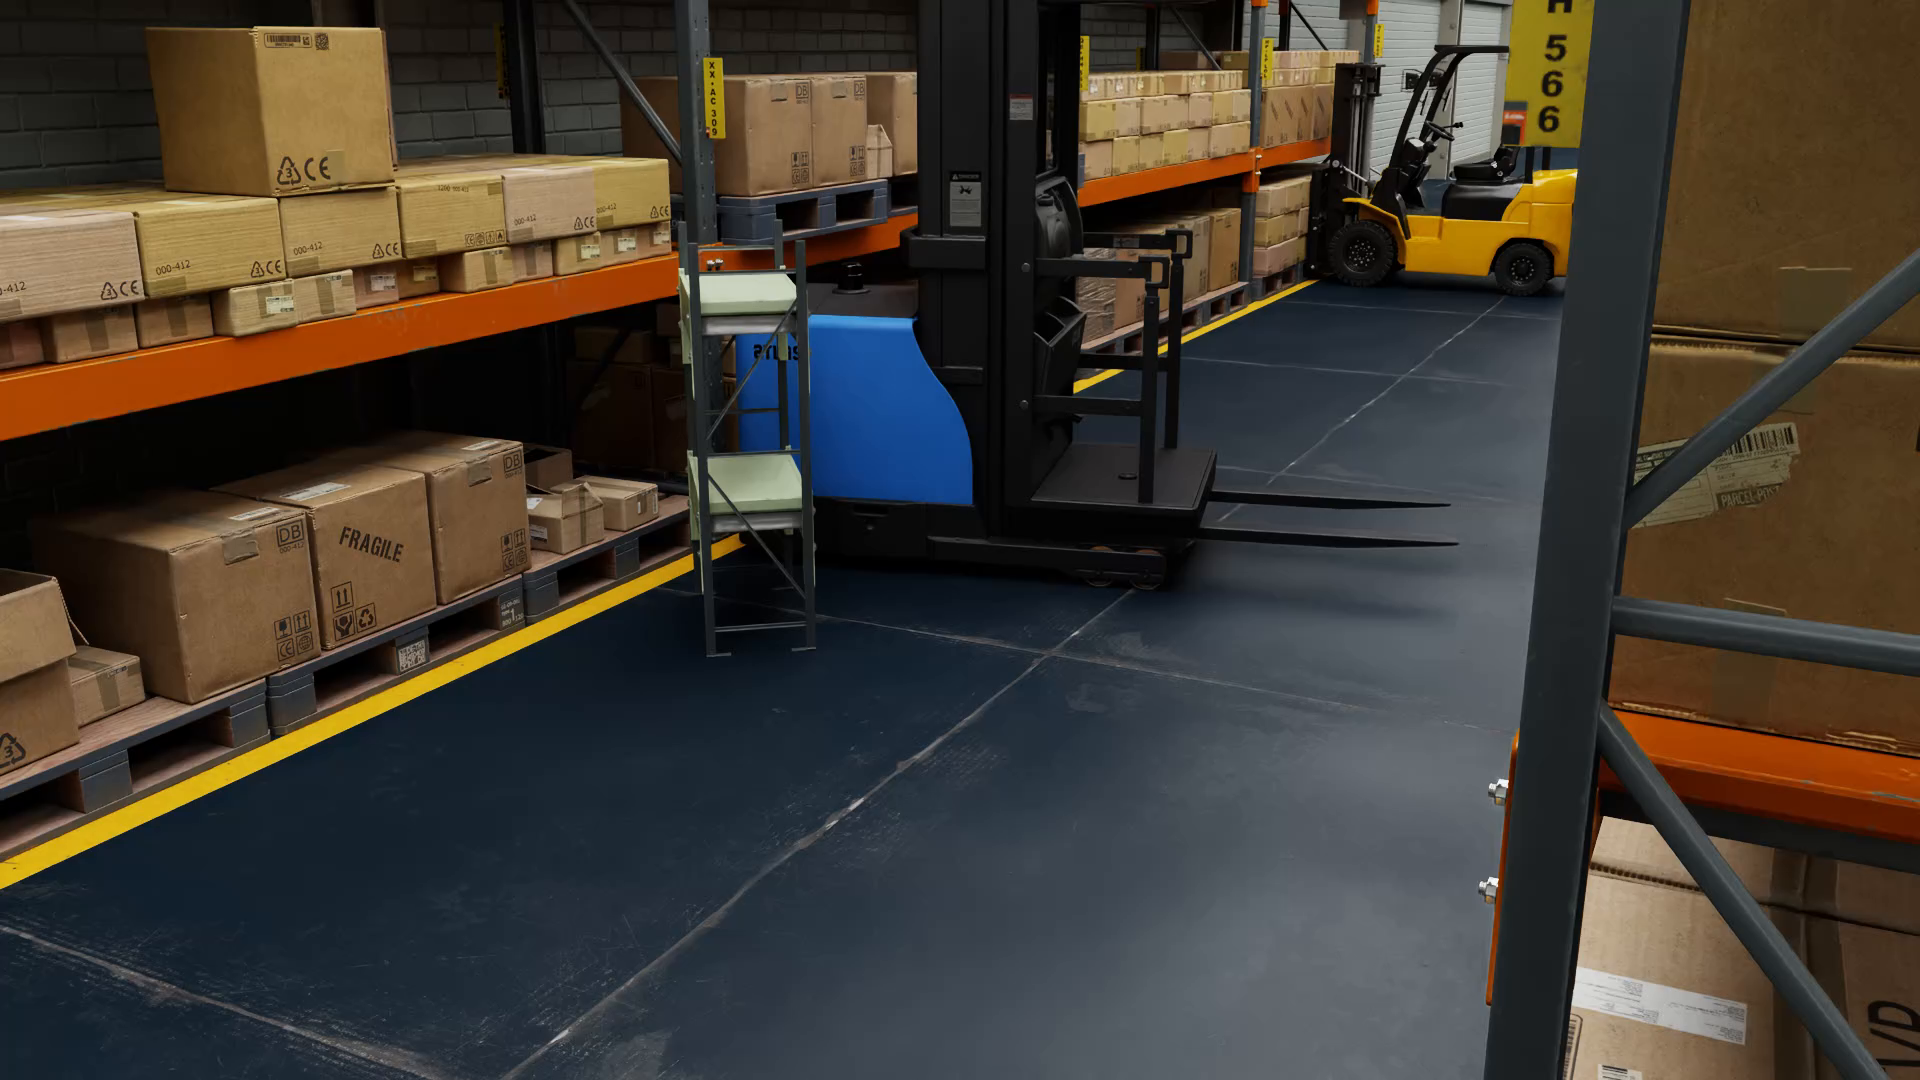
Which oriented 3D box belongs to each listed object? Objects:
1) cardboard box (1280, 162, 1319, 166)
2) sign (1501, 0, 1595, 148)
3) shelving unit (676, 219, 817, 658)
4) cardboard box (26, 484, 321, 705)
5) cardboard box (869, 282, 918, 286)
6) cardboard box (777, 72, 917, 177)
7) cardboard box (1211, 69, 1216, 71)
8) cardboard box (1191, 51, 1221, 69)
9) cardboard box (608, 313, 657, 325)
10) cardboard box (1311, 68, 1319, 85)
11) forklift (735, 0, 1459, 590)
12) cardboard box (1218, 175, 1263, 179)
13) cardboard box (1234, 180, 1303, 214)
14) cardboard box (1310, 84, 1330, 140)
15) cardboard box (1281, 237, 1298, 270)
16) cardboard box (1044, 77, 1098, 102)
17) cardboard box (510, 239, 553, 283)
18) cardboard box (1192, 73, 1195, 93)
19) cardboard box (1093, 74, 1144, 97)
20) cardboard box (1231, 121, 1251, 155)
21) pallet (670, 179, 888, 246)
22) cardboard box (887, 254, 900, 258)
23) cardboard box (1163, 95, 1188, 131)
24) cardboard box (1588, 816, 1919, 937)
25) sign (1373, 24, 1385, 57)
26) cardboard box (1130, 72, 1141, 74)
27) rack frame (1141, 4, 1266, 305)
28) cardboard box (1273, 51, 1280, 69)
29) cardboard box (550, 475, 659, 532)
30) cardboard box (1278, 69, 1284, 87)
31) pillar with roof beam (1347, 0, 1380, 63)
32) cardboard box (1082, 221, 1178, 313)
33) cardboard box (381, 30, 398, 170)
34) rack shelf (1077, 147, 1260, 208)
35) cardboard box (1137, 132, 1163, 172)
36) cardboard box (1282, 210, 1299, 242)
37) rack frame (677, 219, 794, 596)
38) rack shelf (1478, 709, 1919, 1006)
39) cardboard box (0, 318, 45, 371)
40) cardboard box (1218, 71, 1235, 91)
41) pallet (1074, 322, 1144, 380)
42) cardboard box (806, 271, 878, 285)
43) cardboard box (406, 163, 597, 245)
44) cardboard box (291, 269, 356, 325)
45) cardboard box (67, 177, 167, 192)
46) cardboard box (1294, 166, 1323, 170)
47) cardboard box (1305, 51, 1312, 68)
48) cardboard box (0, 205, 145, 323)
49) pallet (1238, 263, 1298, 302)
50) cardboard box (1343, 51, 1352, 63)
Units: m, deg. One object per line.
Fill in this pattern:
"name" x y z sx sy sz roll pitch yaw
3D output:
"cardboard box" 3.457 -3.823 17.464 0.500 0.250 0.500 8 18 25
"sign" 0.654 -0.594 1.808 0.100 0.325 0.005 8 18 25
"shelving unit" -0.806 -0.404 6.249 0.431 1.500 0.755 -3 17 -11
"cardboard box" -2.534 0.157 5.381 0.700 0.500 0.500 9 19 28
"cardboard box" -0.346 -1.343 9.292 0.380 0.149 0.250 7 18 23
"cardboard box" -0.523 -2.178 8.677 0.700 0.500 0.500 8 18 25
"cardboard box" 2.048 -4.082 14.685 0.380 0.149 0.250 8 18 24
"cardboard box" 2.075 -4.220 14.627 0.380 0.149 0.250 8 18 24
"cardboard box" -1.502 -1.015 8.186 0.380 0.149 0.250 8 18 25
"cardboard box" 3.140 -4.338 15.547 0.380 0.149 0.250 8 18 24
"forklift" 0.607 -1.366 6.974 3.031 2.935 1.130 4 17 12
"cardboard box" 2.551 -3.311 15.739 0.500 0.250 0.500 8 18 26
"cardboard box" 2.788 -3.115 15.080 0.500 0.250 0.500 8 18 25
"cardboard box" 3.172 -4.057 15.741 0.500 0.500 0.500 8 18 26
"cardboard box" 2.779 -2.636 15.223 0.500 0.250 0.500 8 18 24
"cardboard box" 0.672 -2.924 10.786 0.380 0.149 0.250 9 19 27
"cardboard box" -1.771 -1.067 6.290 0.380 0.149 0.250 9 19 27
"cardboard box" 1.555 -3.455 12.573 0.380 0.149 0.250 8 18 26
"cardboard box" 1.073 -3.197 11.705 0.380 0.149 0.250 8 18 26
"cardboard box" 2.062 -3.307 13.653 0.500 0.250 0.500 9 19 27
"pallet" -1.067 -1.600 7.981 1.003 0.211 1.213 8 18 25
"cardboard box" -0.246 -1.742 10.635 0.380 0.149 0.250 9 19 28
"cardboard box" 1.363 -3.163 12.290 0.500 0.250 0.500 8 18 26
"cardboard box" 1.741 0.759 3.464 0.875 0.438 0.875 9 19 27
"sign" 4.320 -5.155 17.163 0.100 0.325 0.005 8 18 25
"cardboard box" 1.196 -3.584 13.008 0.380 0.149 0.250 8 18 25
"rack frame" 2.053 -3.540 14.176 1.000 3.000 0.127 8 18 25
"cardboard box" 2.603 -4.229 14.659 0.380 0.149 0.250 8 18 24
"cardboard box" -1.507 -0.158 7.058 0.380 0.149 0.250 7 18 24
"cardboard box" 2.637 -4.083 14.688 0.380 0.149 0.250 8 18 25
"pillar with roof beam" 9.256 -8.353 19.842 9.100 9.000 0.400 8 18 25
"cardboard box" 1.143 -2.081 12.694 0.875 0.625 0.625 7 18 23
"cardboard box" -2.425 -1.587 6.024 0.500 0.500 0.500 8 18 24
"rack shelf" 1.160 -2.686 12.563 1.077 0.370 4.000 8 18 25
"cardboard box" 1.136 -2.791 11.917 0.500 0.250 0.500 7 18 24
"cardboard box" 2.769 -2.876 15.152 0.500 0.250 0.500 8 18 25
"rack frame" -0.882 -0.506 6.592 0.400 1.500 0.023 -3 17 -11
"rack shelf" 2.027 -0.018 3.579 1.077 0.370 4.000 8 18 25
"cardboard box" -2.758 -0.554 4.563 0.380 0.149 0.250 8 18 25
"cardboard box" 2.000 -3.716 13.452 0.380 0.149 0.250 8 18 25
"pallet" 0.669 -1.389 11.832 1.003 0.211 1.213 8 18 25
"cardboard box" -0.706 -1.474 9.733 0.380 0.149 0.250 8 18 24
"cardboard box" -1.741 -1.283 6.317 0.500 0.250 0.500 8 18 26
"cardboard box" -2.197 -0.804 5.403 0.380 0.149 0.250 9 19 27
"cardboard box" -2.650 -1.095 5.685 0.500 0.250 0.500 8 18 25
"cardboard box" 3.691 -3.634 16.827 0.500 0.250 0.500 8 19 26
"cardboard box" 3.062 -4.489 15.533 0.380 0.149 0.250 8 18 26
"cardboard box" -2.640 -0.764 4.570 0.500 0.250 0.500 8 18 26
"pallet" 2.446 -2.401 15.237 1.003 0.211 1.213 8 18 25
"cardboard box" 3.694 -4.806 16.599 0.380 0.149 0.250 9 19 27
